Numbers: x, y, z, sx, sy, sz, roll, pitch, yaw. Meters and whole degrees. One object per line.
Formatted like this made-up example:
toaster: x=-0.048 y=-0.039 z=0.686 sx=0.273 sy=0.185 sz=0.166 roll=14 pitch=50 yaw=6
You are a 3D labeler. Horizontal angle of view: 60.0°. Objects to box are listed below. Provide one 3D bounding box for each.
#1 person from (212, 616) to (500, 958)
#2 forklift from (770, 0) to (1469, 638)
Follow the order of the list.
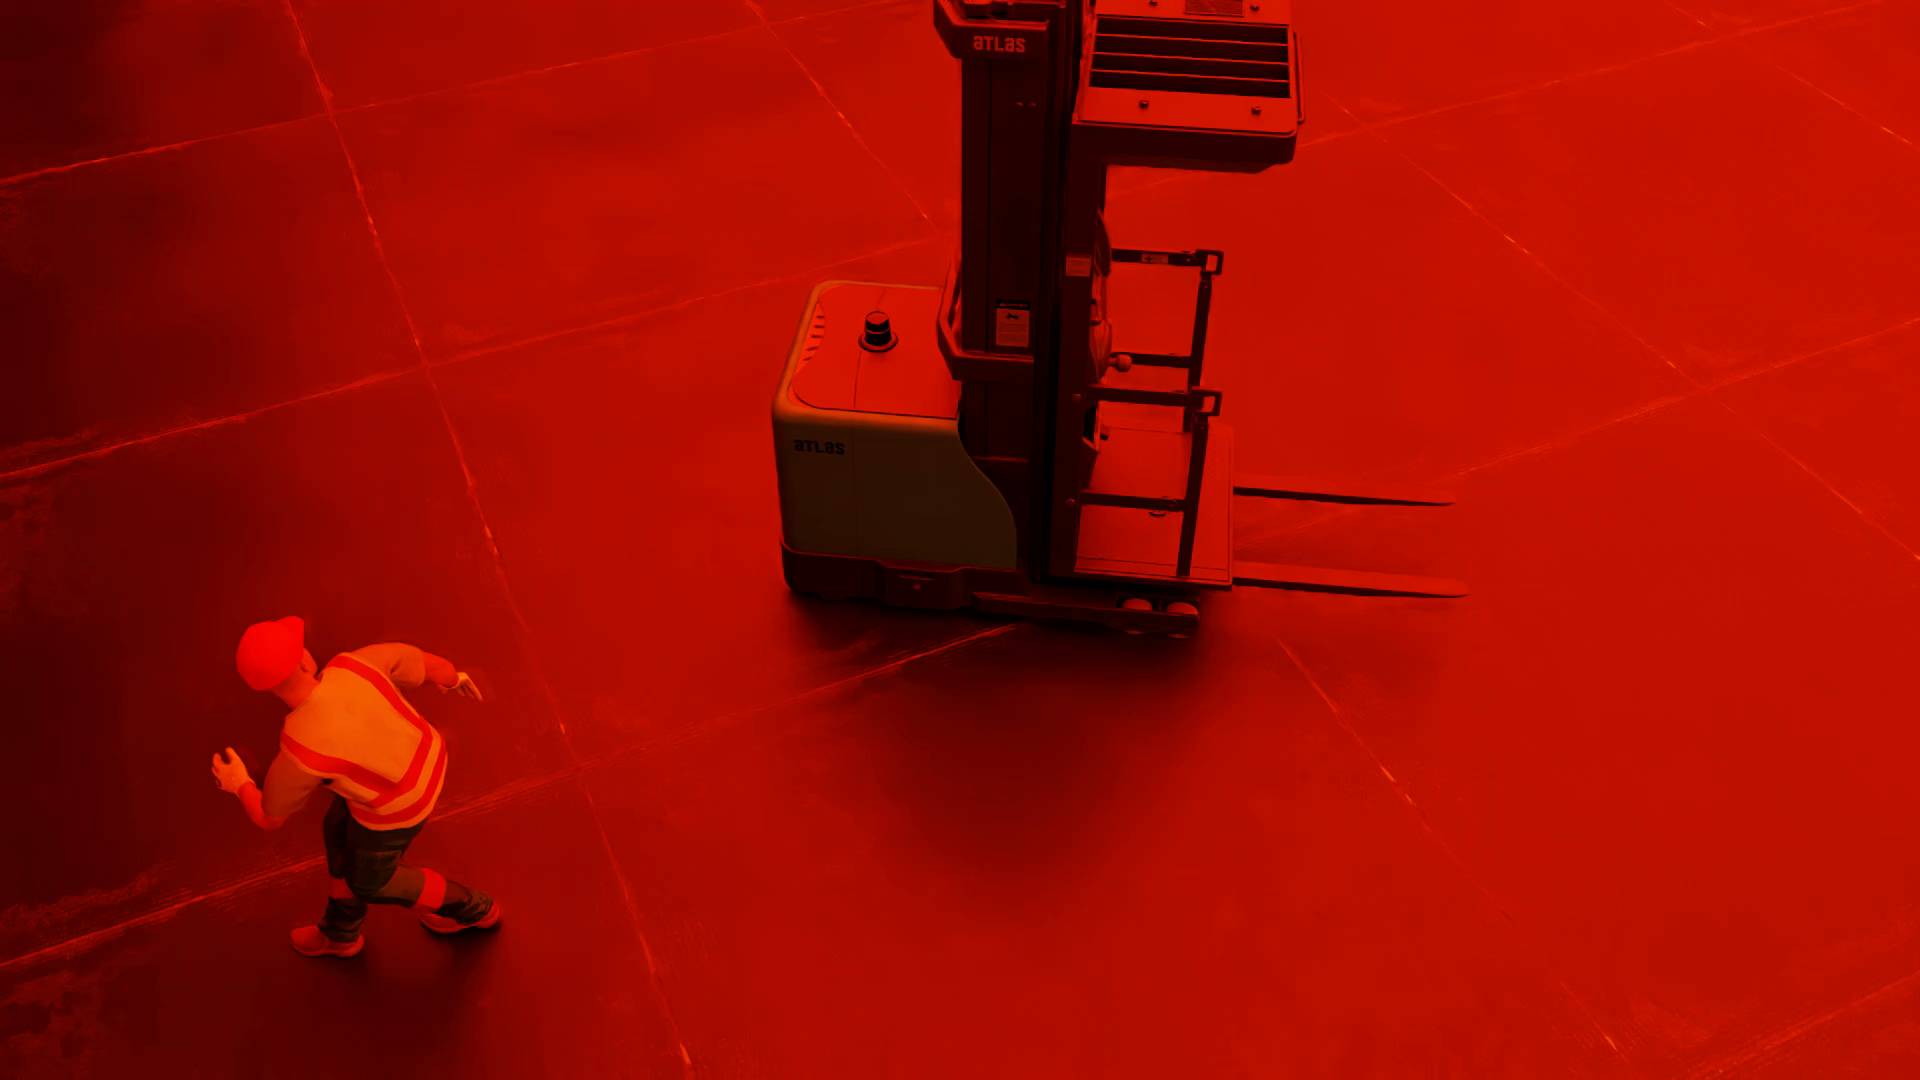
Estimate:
person: x=-2.134 y=0.792 z=5.793 sx=0.817 sy=1.637 sz=0.803 roll=4 pitch=43 yaw=4
forklift: x=0.755 y=-1.023 z=6.776 sx=3.031 sy=2.935 sz=1.130 roll=5 pitch=43 yaw=5
